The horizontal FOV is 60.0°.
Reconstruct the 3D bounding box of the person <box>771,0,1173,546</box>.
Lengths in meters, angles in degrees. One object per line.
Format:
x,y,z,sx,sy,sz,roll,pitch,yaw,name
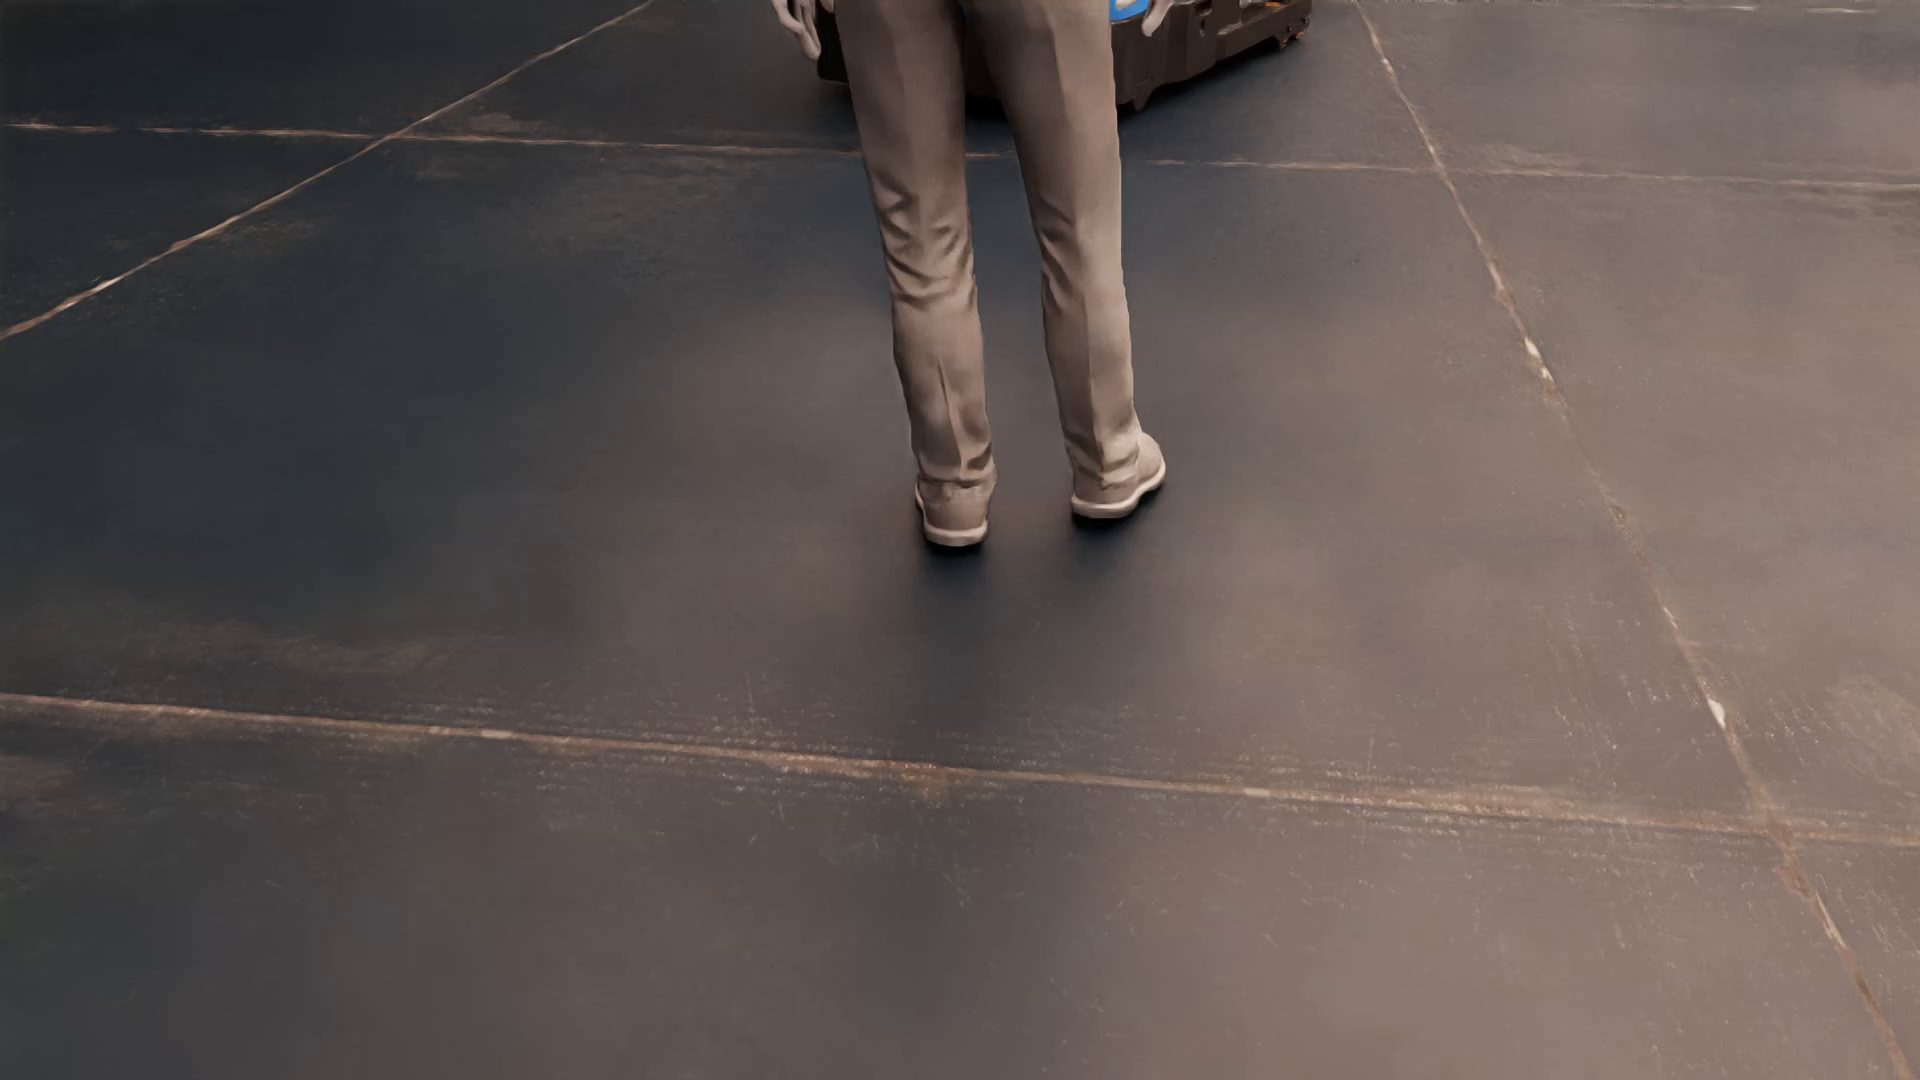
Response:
0.016,-0.795,2.178,0.586,1.695,0.533,3,27,7,person

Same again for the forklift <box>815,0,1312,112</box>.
0.676,-3.206,5.644,1.130,2.935,3.031,13,29,24,forklift
